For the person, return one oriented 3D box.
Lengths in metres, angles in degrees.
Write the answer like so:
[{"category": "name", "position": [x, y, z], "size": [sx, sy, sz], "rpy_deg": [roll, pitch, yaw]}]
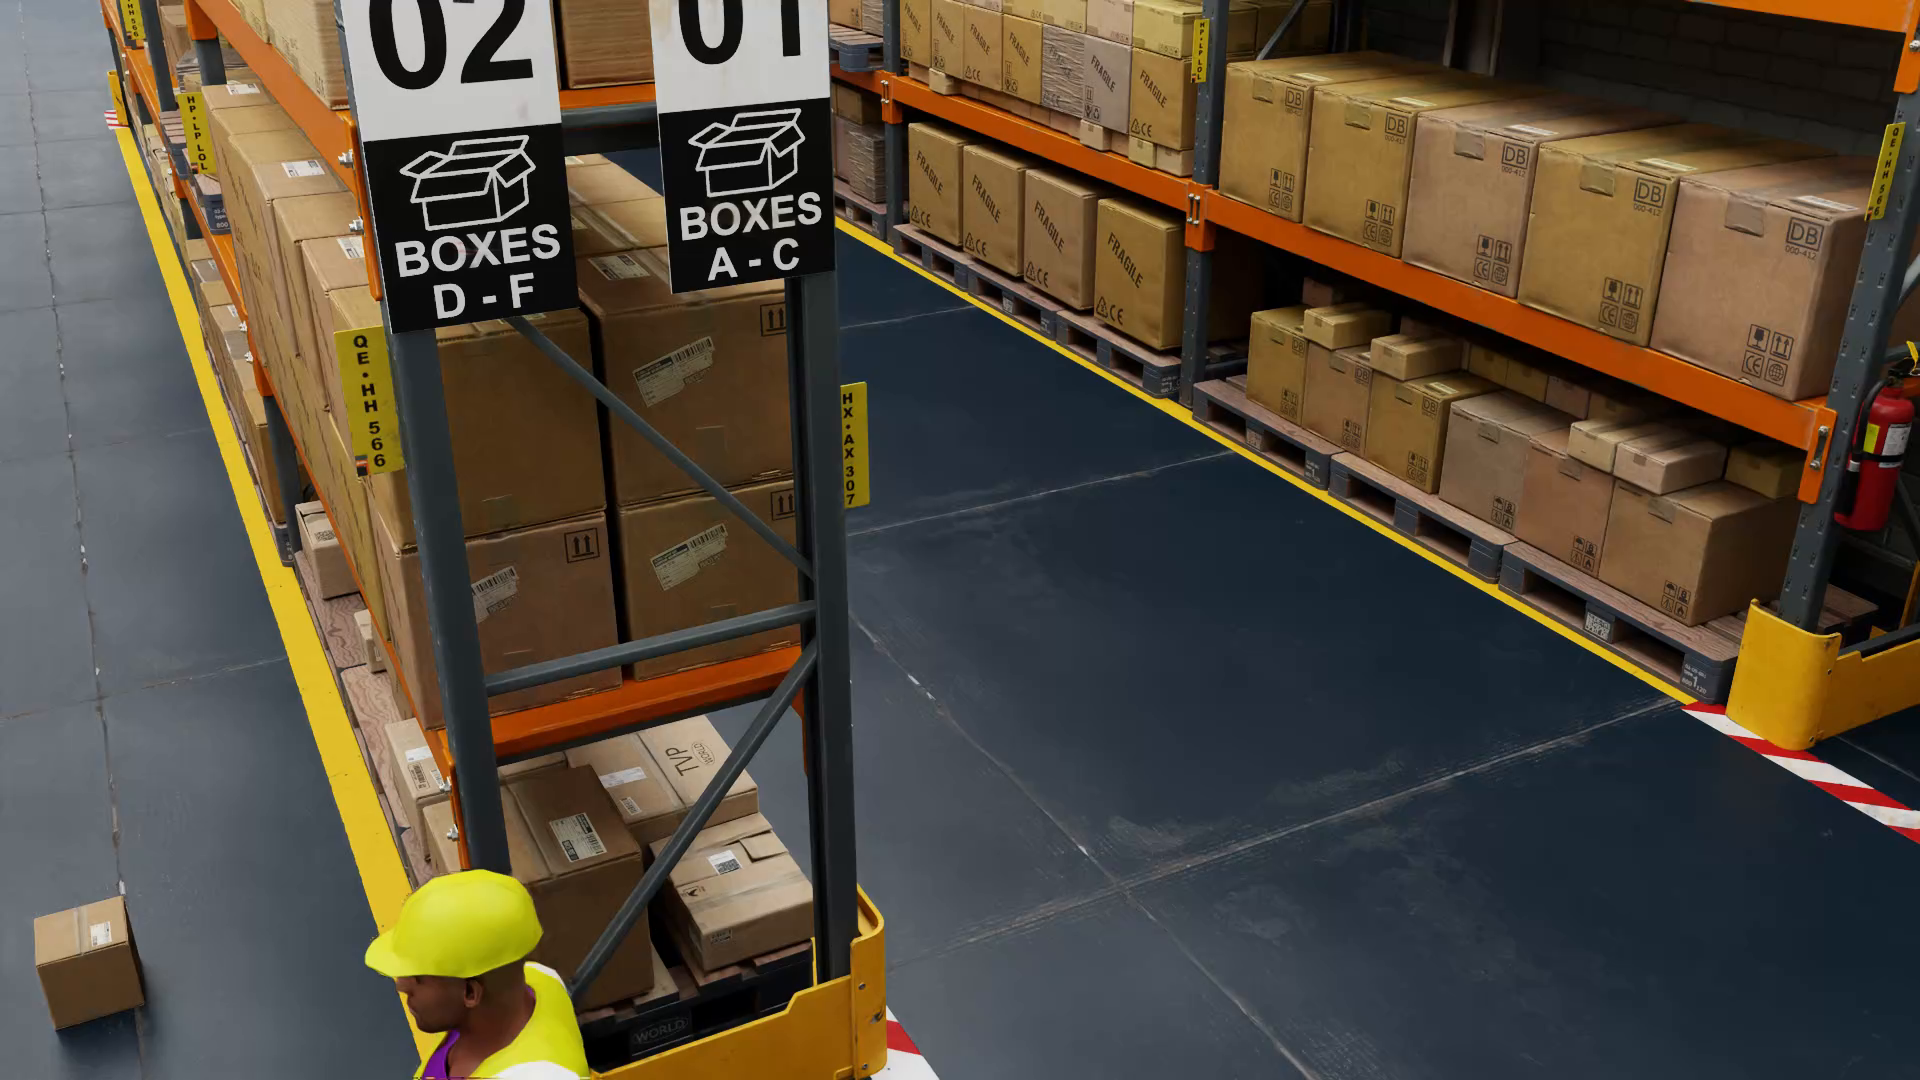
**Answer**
[{"category": "person", "position": [-0.771, 1.370, 3.176], "size": [0.659, 1.750, 0.634], "rpy_deg": [-10, 27, -20]}]
